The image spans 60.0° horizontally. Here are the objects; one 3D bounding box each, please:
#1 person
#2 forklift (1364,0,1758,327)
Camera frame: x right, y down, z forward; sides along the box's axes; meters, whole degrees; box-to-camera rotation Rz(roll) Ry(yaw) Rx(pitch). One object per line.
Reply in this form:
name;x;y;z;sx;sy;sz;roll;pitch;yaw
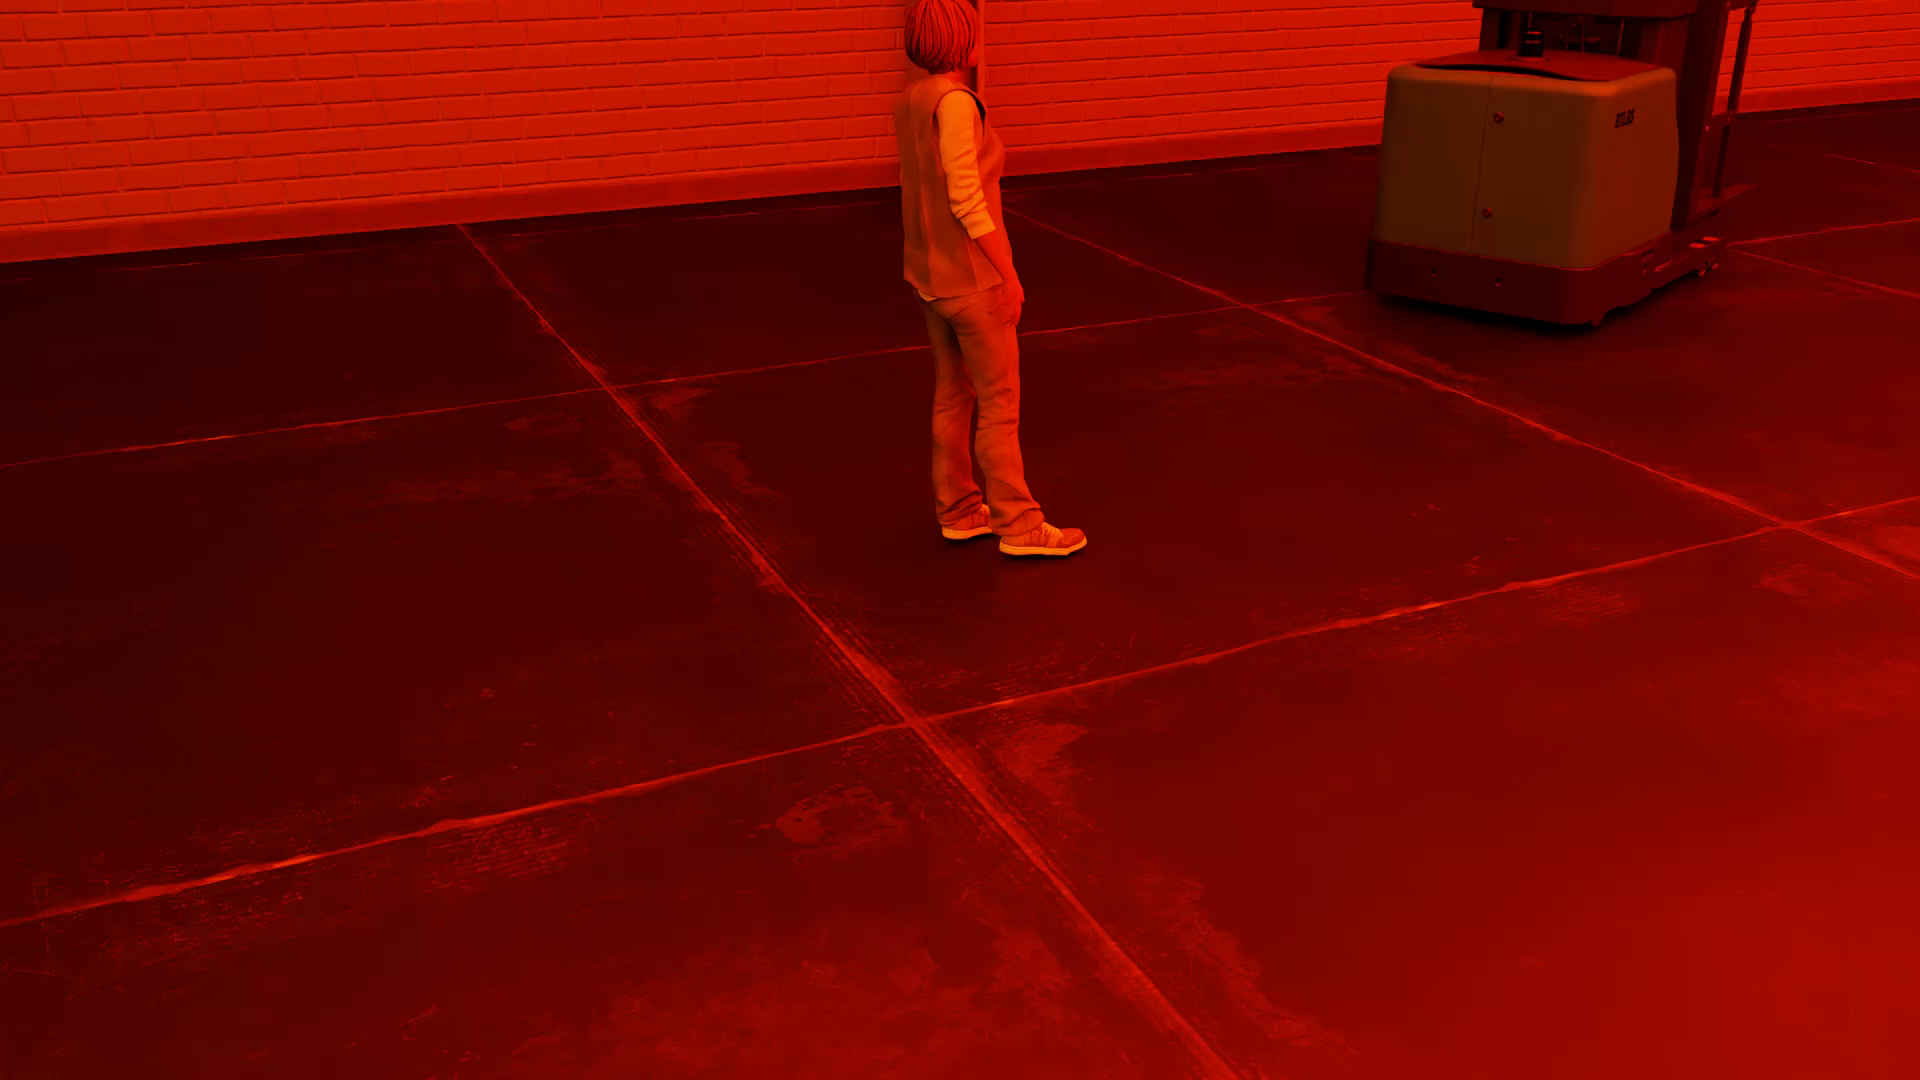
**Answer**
person;0.073;-0.751;4.814;0.475;1.597;0.520;-10;25;-23
forklift;3.218;-2.771;7.955;1.130;2.935;3.031;18;29;37
